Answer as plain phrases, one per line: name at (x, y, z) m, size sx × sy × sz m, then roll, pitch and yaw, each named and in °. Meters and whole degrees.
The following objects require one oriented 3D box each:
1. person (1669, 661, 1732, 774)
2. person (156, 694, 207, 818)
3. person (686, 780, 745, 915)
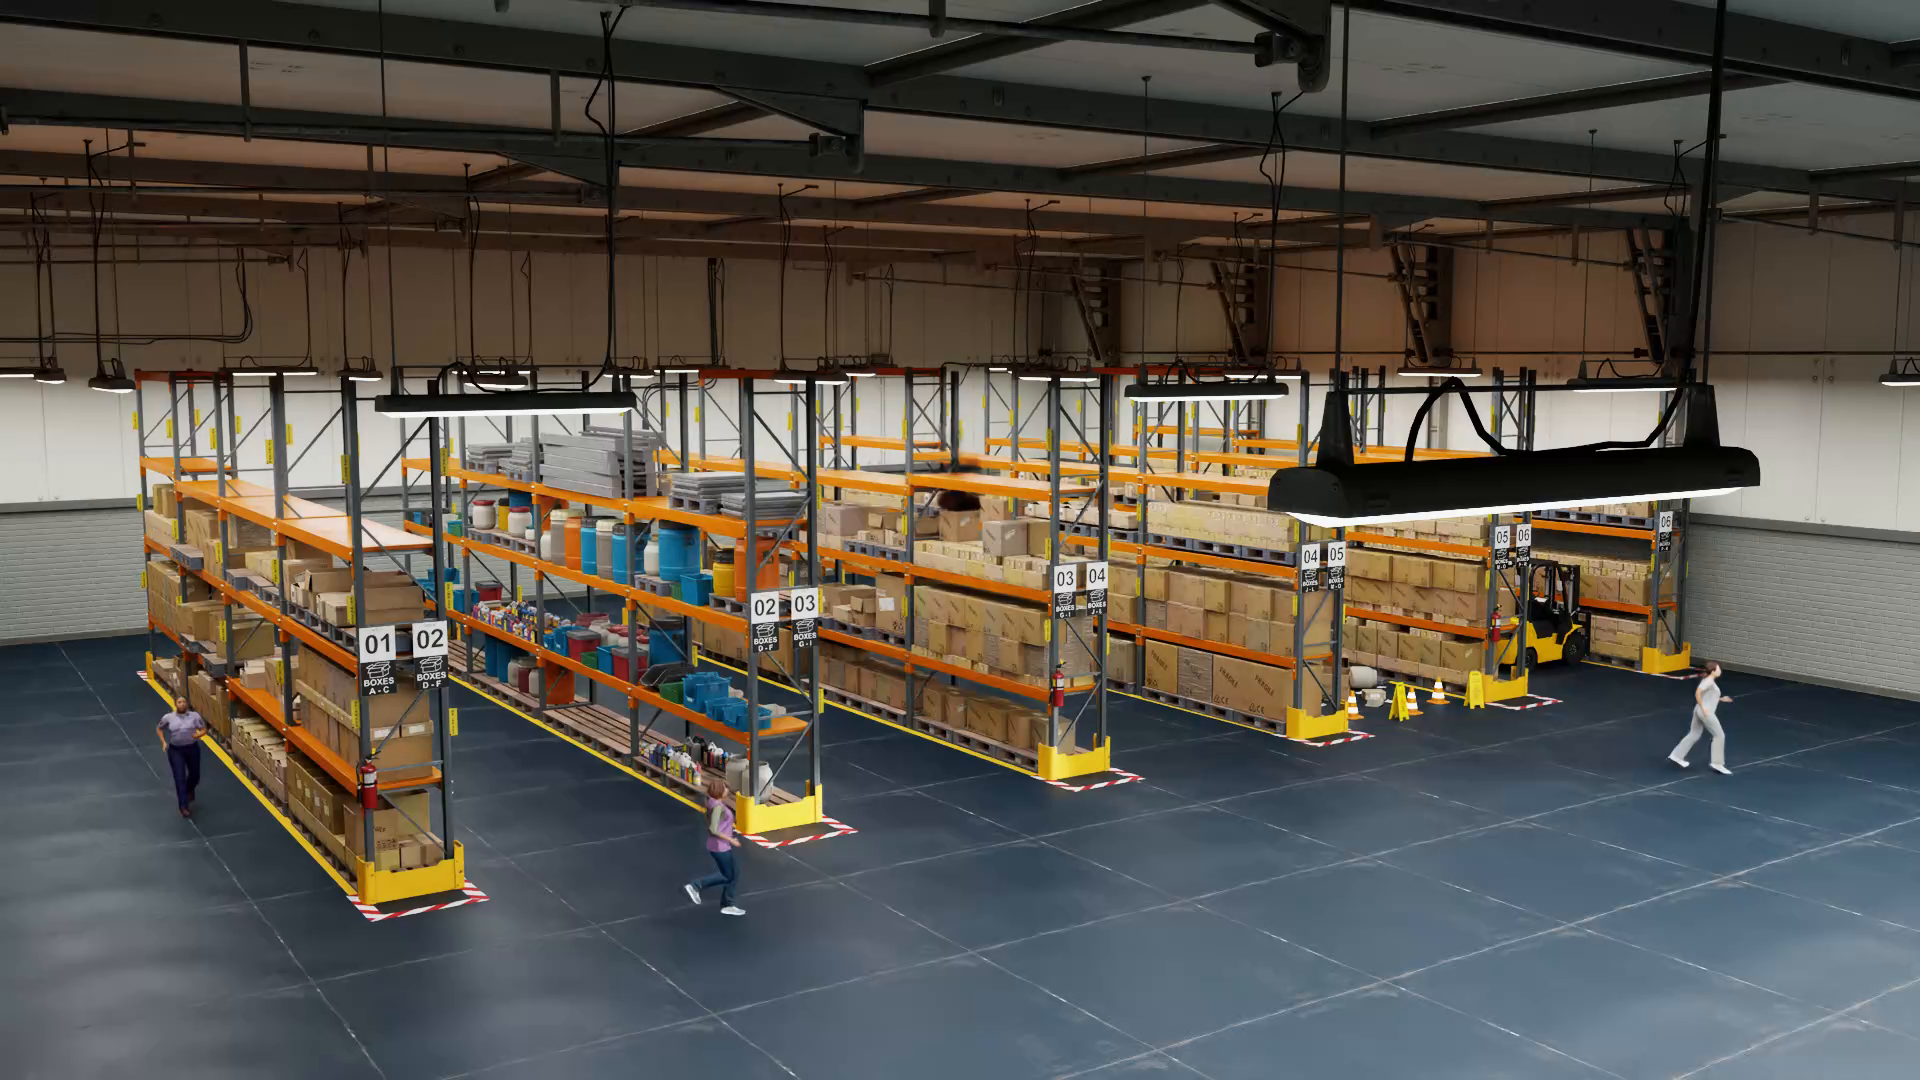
person at (11.226, 2.674, 25.157) m, size 0.872 × 1.706 × 0.494 m, roll 1°, pitch 7°, yaw 8°
person at (-10.693, 2.929, 22.902) m, size 0.615 × 1.624 × 0.918 m, roll -4°, pitch 8°, yaw -33°
person at (-2.757, 3.473, 18.691) m, size 0.664 × 1.554 × 0.536 m, roll -1°, pitch 7°, yaw -11°
